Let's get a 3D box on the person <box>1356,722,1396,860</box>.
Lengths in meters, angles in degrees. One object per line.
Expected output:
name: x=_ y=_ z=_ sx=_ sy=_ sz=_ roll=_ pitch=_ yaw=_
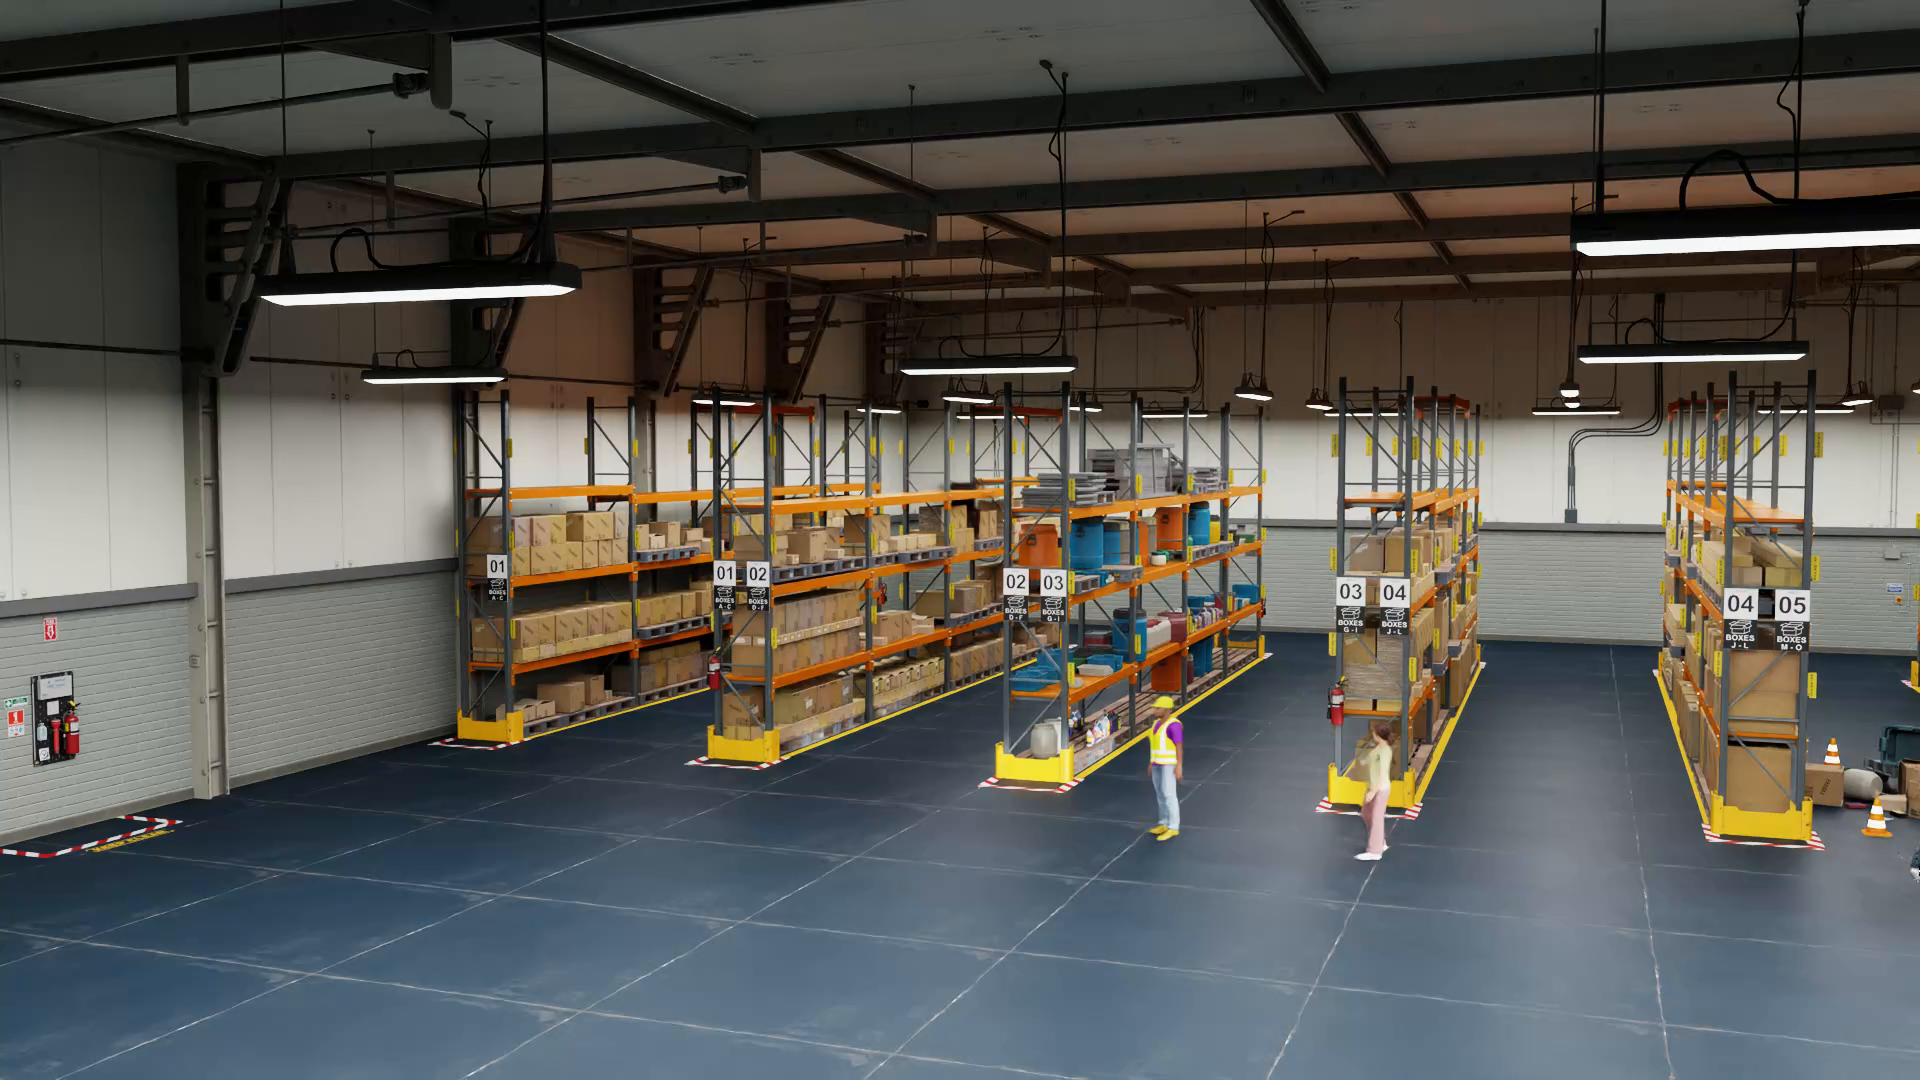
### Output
person: x=5.054 y=3.060 z=20.277 sx=0.475 sy=1.703 sz=0.556 roll=0 pitch=3 yaw=-1

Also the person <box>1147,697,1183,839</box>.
person: x=2.620 y=2.931 z=21.581 sx=0.455 sy=1.779 sz=0.654 roll=-2 pitch=4 yaw=-28

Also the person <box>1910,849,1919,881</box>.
person: x=11.252 y=3.166 z=19.060 sx=0.509 sy=1.610 sz=0.446 roll=-2 pitch=4 yaw=-30
